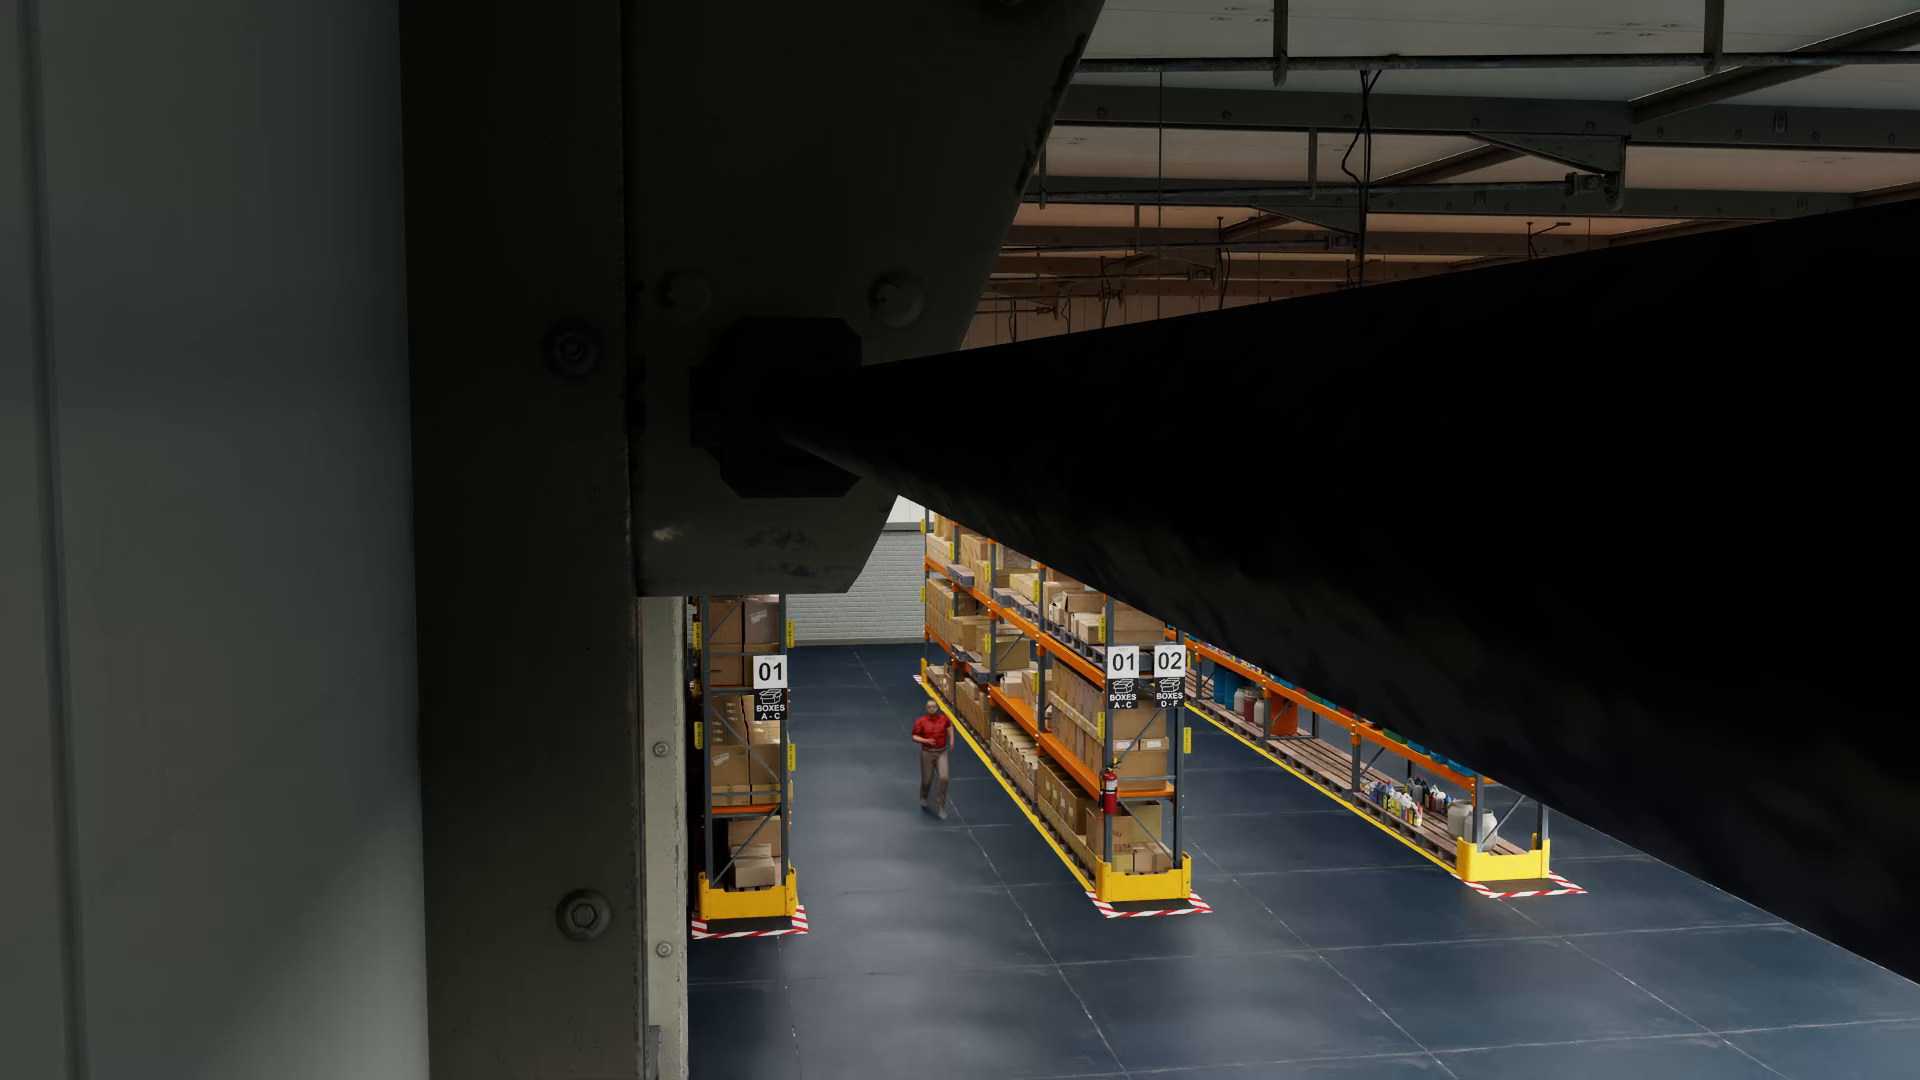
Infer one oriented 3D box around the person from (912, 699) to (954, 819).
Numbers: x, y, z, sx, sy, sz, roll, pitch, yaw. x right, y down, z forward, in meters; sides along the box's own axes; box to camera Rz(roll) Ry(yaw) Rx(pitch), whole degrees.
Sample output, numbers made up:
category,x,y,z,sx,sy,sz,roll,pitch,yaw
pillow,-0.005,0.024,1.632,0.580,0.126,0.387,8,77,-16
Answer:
category,x,y,z,sx,sy,sz,roll,pitch,yaw
person,-0.394,3.289,25.102,0.670,1.776,0.822,-1,5,-11
